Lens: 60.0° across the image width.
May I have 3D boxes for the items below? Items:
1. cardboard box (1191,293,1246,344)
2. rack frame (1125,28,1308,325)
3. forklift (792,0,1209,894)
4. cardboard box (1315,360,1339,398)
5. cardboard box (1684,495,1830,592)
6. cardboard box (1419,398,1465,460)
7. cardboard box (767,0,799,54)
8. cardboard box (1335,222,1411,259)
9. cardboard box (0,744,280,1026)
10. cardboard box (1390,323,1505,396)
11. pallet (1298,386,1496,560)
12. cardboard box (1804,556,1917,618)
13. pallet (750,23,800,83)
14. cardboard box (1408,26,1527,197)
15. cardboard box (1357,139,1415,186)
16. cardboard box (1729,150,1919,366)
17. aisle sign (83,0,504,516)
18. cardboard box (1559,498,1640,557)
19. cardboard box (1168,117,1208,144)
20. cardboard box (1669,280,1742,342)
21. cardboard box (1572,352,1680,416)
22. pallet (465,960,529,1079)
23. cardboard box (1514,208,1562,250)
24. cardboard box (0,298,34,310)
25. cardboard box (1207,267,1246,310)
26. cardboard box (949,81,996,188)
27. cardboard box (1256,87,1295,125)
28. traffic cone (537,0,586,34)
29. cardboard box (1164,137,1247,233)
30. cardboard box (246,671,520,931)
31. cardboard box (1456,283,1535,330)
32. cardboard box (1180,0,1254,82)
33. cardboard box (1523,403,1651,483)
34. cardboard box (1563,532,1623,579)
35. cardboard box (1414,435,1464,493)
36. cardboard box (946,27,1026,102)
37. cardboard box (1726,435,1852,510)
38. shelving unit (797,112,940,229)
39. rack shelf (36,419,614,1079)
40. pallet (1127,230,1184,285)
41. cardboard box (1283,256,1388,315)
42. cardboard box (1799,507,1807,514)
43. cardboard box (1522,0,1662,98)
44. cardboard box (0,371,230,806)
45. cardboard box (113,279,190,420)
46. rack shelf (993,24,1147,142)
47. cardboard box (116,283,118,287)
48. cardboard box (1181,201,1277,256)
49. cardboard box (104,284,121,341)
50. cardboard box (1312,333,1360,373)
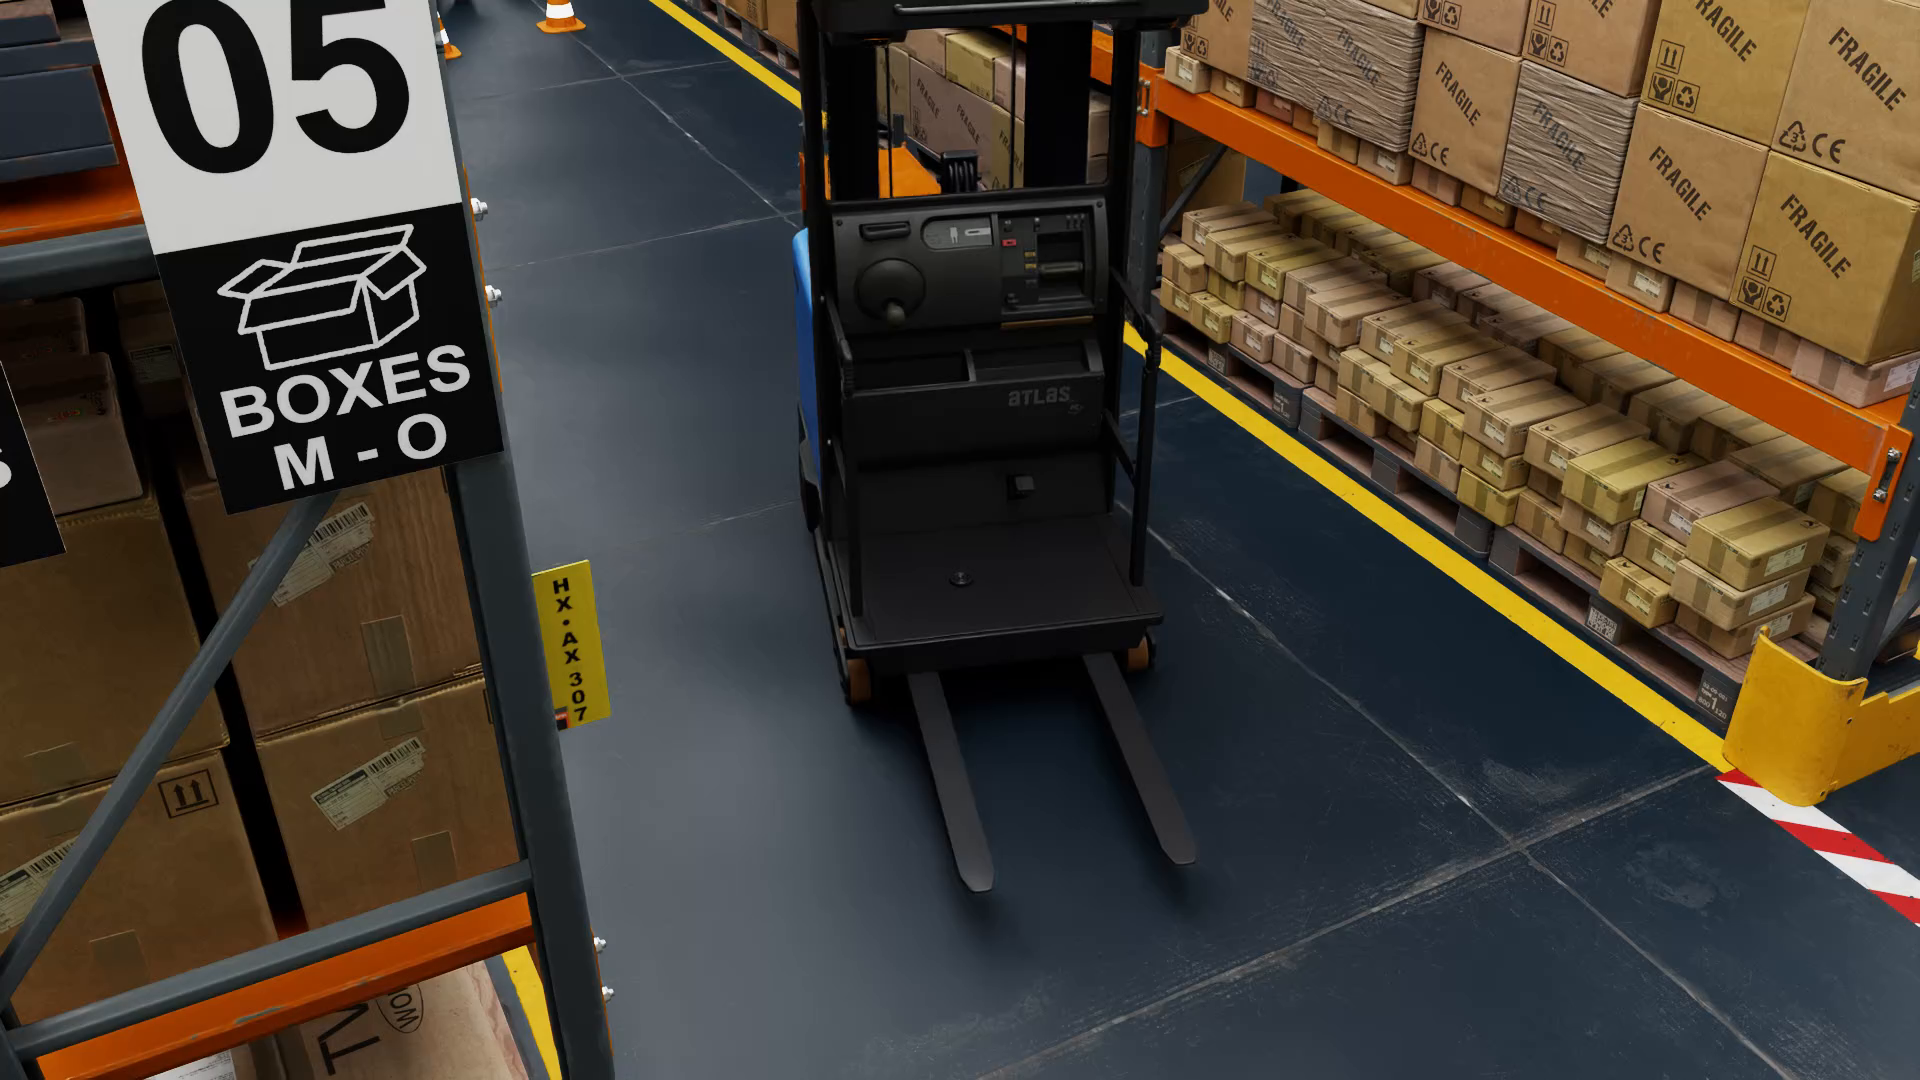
[{"bbox_3d":[1.327,-1.080,7.909,0.380,0.149,0.250,-15,35,-22],"label":"cardboard box"},{"bbox_3d":[1.317,-2.485,7.848,1.000,3.000,0.127,-16,36,-23],"label":"rack frame"},{"bbox_3d":[0.083,-0.873,5.395,1.130,2.935,3.031,-6,33,-9],"label":"forklift"},{"bbox_3d":[1.808,-0.746,7.388,0.380,0.149,0.250,-17,37,-25],"label":"cardboard box"},{"bbox_3d":[2.711,0.008,5.659,0.380,0.149,0.250,-15,36,-23],"label":"cardboard box"},{"bbox_3d":[2.084,-0.476,6.691,0.380,0.149,0.250,-14,35,-21],"label":"cardboard box"},{"bbox_3d":[-0.752,-3.937,11.810,1.050,0.750,0.750,-16,36,-24],"label":"cardboard box"},{"bbox_3d":[1.990,-1.379,7.823,0.380,0.149,0.250,-16,36,-24],"label":"cardboard box"},{"bbox_3d":[-1.609,0.511,3.079,0.500,0.500,0.500,-16,36,-23],"label":"cardboard box"},{"bbox_3d":[2.001,-0.743,6.832,0.380,0.149,0.250,-16,36,-23],"label":"cardboard box"},{"bbox_3d":[2.235,-0.416,7.204,1.003,0.211,1.213,-16,36,-23],"label":"pallet"},{"bbox_3d":[3.221,0.117,6.041,0.380,0.149,0.250,-15,36,-22],"label":"cardboard box"},{"bbox_3d":[-0.849,-3.615,12.197,1.003,0.211,1.213,-16,36,-23],"label":"pallet"},{"bbox_3d":[2.041,-1.620,6.130,0.500,0.500,0.500,-14,35,-21],"label":"cardboard box"},{"bbox_3d":[1.817,-1.546,6.615,0.380,0.149,0.250,-14,35,-21],"label":"cardboard box"},{"bbox_3d":[2.745,-0.893,4.995,0.500,0.500,0.500,-15,36,-22],"label":"cardboard box"},{"bbox_3d":[-0.859,-0.416,2.209,0.394,0.787,0.004,-16,36,-23],"label":"aisle sign"},{"bbox_3d":[2.440,-0.106,6.112,0.380,0.149,0.250,-17,37,-25],"label":"cardboard box"},{"bbox_3d":[1.207,-2.344,8.861,0.500,0.250,0.500,-18,37,-25],"label":"cardboard box"},{"bbox_3d":[2.567,-0.799,5.449,0.380,0.149,0.250,-16,36,-24],"label":"cardboard box"},{"bbox_3d":[2.690,-0.625,6.646,0.380,0.149,0.250,-14,35,-21],"label":"cardboard box"},{"bbox_3d":[-1.592,1.529,4.167,1.003,0.211,1.213,-16,36,-23],"label":"pallet"},{"bbox_3d":[2.258,-1.192,6.063,0.380,0.149,0.250,-17,37,-25],"label":"cardboard box"},{"bbox_3d":[-1.829,-0.357,2.906,0.380,0.149,0.250,-16,36,-24],"label":"cardboard box"},{"bbox_3d":[1.401,-1.235,7.875,0.380,0.149,0.250,-16,36,-23],"label":"cardboard box"},{"bbox_3d":[0.275,-2.390,9.628,0.500,0.500,0.500,-17,36,-24],"label":"cardboard box"},{"bbox_3d":[1.517,-1.943,7.235,0.380,0.149,0.250,-18,37,-25],"label":"cardboard box"},{"bbox_3d":[-3.123,-4.215,12.900,0.336,0.463,0.334,-16,36,-23],"label":"traffic cone"},{"bbox_3d":[1.207,-2.029,9.064,0.500,0.500,0.500,-14,35,-21],"label":"cardboard box"},{"bbox_3d":[-1.119,0.374,3.293,0.500,0.500,0.500,-16,36,-23],"label":"cardboard box"},{"bbox_3d":[2.387,-1.004,7.238,0.380,0.149,0.250,-17,36,-25],"label":"cardboard box"},{"bbox_3d":[1.325,-2.353,7.273,0.500,0.500,0.500,-17,36,-24],"label":"cardboard box"},{"bbox_3d":[2.347,-0.358,6.229,0.380,0.149,0.250,-17,37,-25],"label":"cardboard box"},{"bbox_3d":[2.496,0.004,6.217,0.380,0.149,0.250,-16,36,-23],"label":"cardboard box"},{"bbox_3d":[2.085,-0.352,6.773,0.380,0.149,0.250,-15,36,-22],"label":"cardboard box"},{"bbox_3d":[0.260,-2.714,9.439,0.500,0.250,0.500,-18,37,-25],"label":"cardboard box"},{"bbox_3d":[3.004,-0.240,6.046,0.380,0.149,0.250,-15,36,-22],"label":"cardboard box"},{"bbox_3d":[-0.347,-1.221,7.613,0.538,1.125,1.048,-10,34,-15],"label":"shelving unit"},{"bbox_3d":[-2.082,0.066,4.534,1.077,0.370,4.000,-16,36,-23],"label":"rack shelf"},{"bbox_3d":[0.953,-1.682,9.180,1.003,0.211,1.213,-16,36,-23],"label":"pallet"},{"bbox_3d":[1.674,-1.122,7.423,0.380,0.149,0.250,-17,36,-24],"label":"cardboard box"},{"bbox_3d":[3.087,-0.137,6.162,0.380,0.149,0.250,-16,36,-23],"label":"cardboard box"},{"bbox_3d":[2.262,-1.808,5.496,0.500,0.500,0.500,-14,35,-21],"label":"cardboard box"},{"bbox_3d":[-1.585,0.084,2.819,0.500,0.500,0.500,-15,35,-22],"label":"cardboard box"},{"bbox_3d":[-1.255,-0.365,2.919,0.380,0.149,0.250,-15,36,-22],"label":"cardboard box"},{"bbox_3d":[0.385,-3.137,9.532,1.077,0.370,4.000,-16,36,-23],"label":"rack shelf"},{"bbox_3d":[-3.027,-0.944,5.350,0.500,0.500,0.500,-15,35,-22],"label":"cardboard box"},{"bbox_3d":[1.295,-1.496,8.006,0.380,0.149,0.250,-14,35,-21],"label":"cardboard box"},{"bbox_3d":[-2.315,-0.636,3.942,0.500,0.500,0.500,-16,36,-23],"label":"cardboard box"},{"bbox_3d":[1.777,-0.861,7.291,0.380,0.149,0.250,-14,35,-21],"label":"cardboard box"}]
